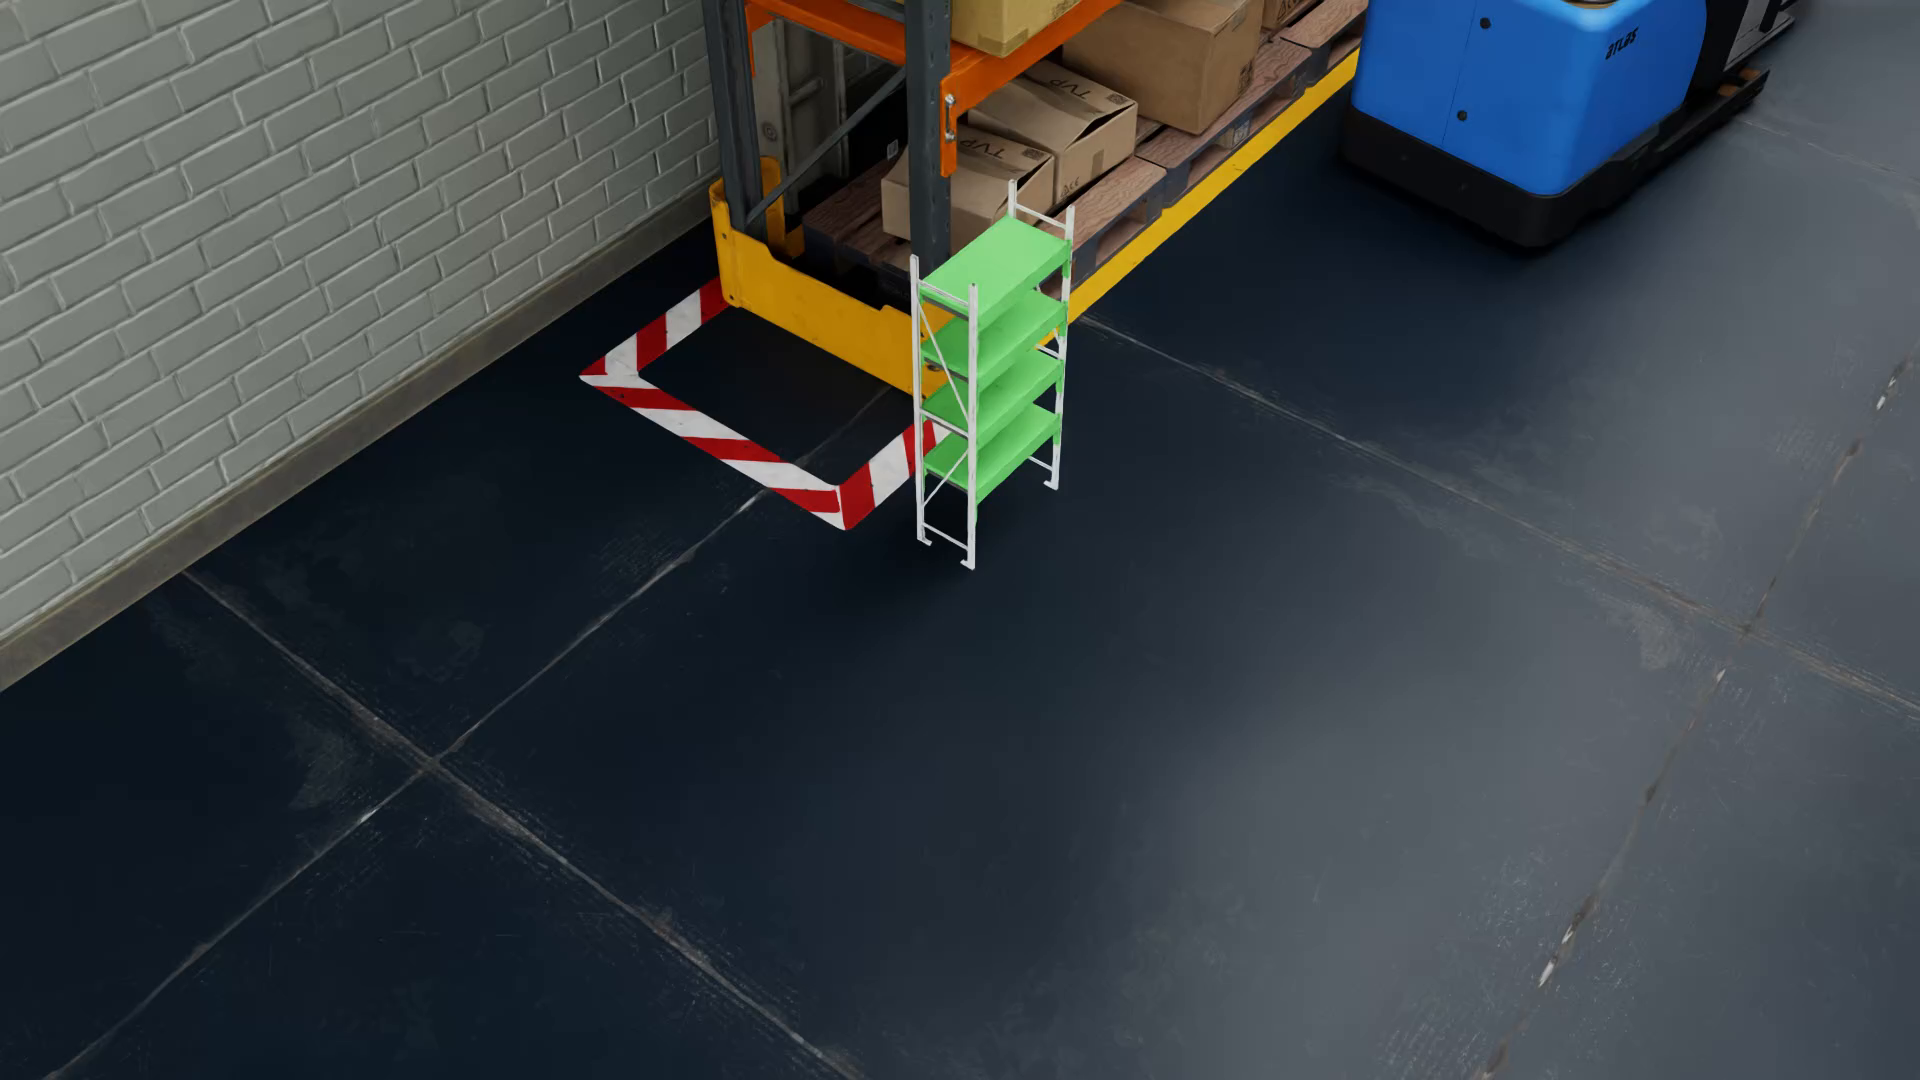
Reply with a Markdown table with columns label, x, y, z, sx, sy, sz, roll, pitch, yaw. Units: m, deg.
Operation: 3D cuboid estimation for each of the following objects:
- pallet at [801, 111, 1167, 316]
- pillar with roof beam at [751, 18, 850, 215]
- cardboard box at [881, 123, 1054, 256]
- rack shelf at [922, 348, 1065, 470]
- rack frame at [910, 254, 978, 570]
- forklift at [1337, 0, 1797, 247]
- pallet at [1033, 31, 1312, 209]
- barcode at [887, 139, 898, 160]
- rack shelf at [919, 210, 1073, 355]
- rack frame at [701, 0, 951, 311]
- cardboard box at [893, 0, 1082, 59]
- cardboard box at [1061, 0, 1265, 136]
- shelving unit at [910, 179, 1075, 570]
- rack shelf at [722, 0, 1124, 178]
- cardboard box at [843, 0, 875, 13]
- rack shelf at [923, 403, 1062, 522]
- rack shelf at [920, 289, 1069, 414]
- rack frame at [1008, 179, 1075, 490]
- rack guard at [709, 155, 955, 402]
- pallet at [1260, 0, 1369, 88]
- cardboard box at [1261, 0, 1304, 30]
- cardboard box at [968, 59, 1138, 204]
| label | x | y | z | sx | sy | sz | roll | pitch | yaw |
| --- | --- | --- | --- | --- | --- | --- | --- | --- | --- |
| pallet | 0.110 | -1.343 | 6.887 | 1.003 | 0.211 | 1.213 | 29 | 53 | 25 |
| pillar with roof beam | 2.689 | -2.765 | 2.168 | 9.100 | 9.000 | 0.400 | 29 | 53 | 25 |
| cardboard box | 0.033 | -1.392 | 6.561 | 0.500 | 0.311 | 0.500 | 24 | 51 | 21 |
| rack shelf | 0.101 | -0.465 | 5.453 | 0.258 | 0.148 | 0.480 | 29 | 53 | 25 |
| rack frame | -0.048 | -0.370 | 5.273 | 0.240 | 1.200 | 0.015 | 29 | 53 | 25 |
| forklift | 3.061 | -3.163 | 6.744 | 3.031 | 2.935 | 1.130 | -35 | 56 | -29 |
| pallet | 0.856 | -2.038 | 7.551 | 1.003 | 0.211 | 1.213 | 29 | 53 | 25 |
| barcode | -0.273 | -1.583 | 6.737 | 0.001 | 0.075 | 0.075 | 29 | 53 | 25 |
| rack shelf | 0.101 | -0.797 | 5.106 | 0.258 | 0.148 | 0.480 | 29 | 53 | 25 |
| rack frame | -0.462 | -1.813 | 5.408 | 1.000 | 3.000 | 0.127 | 29 | 53 | 25 |
| cardboard box | 0.088 | -1.907 | 5.587 | 0.500 | 0.250 | 0.500 | 28 | 52 | 24 |
| cardboard box | 0.869 | -2.182 | 7.184 | 0.700 | 0.500 | 0.500 | 26 | 52 | 23 |
| shelving unit | 0.101 | -0.509 | 5.407 | 0.258 | 1.200 | 0.503 | 29 | 53 | 25 |
| rack shelf | 0.761 | -2.709 | 6.761 | 1.077 | 0.370 | 4.000 | 29 | 53 | 25 |
| cardboard box | -0.329 | -2.121 | 5.792 | 0.500 | 0.250 | 0.500 | 30 | 53 | 25 |
| rack shelf | 0.101 | -0.299 | 5.626 | 0.258 | 0.148 | 0.480 | 29 | 53 | 25 |
| rack shelf | 0.101 | -0.631 | 5.279 | 0.258 | 0.148 | 0.480 | 29 | 53 | 25 |
| rack frame | 0.250 | -0.649 | 5.540 | 0.240 | 1.200 | 0.015 | 29 | 53 | 25 |
| rack guard | -0.415 | -0.993 | 6.353 | 1.175 | 0.500 | 0.348 | 29 | 53 | 25 |
| pallet | 1.601 | -2.739 | 8.220 | 1.003 | 0.211 | 1.213 | 29 | 53 | 25 |
| cardboard box | 1.381 | -2.779 | 7.755 | 0.500 | 0.500 | 0.500 | 25 | 51 | 22 |
| cardboard box | 0.381 | -1.719 | 6.873 | 0.500 | 0.311 | 0.500 | 34 | 55 | 28 |
